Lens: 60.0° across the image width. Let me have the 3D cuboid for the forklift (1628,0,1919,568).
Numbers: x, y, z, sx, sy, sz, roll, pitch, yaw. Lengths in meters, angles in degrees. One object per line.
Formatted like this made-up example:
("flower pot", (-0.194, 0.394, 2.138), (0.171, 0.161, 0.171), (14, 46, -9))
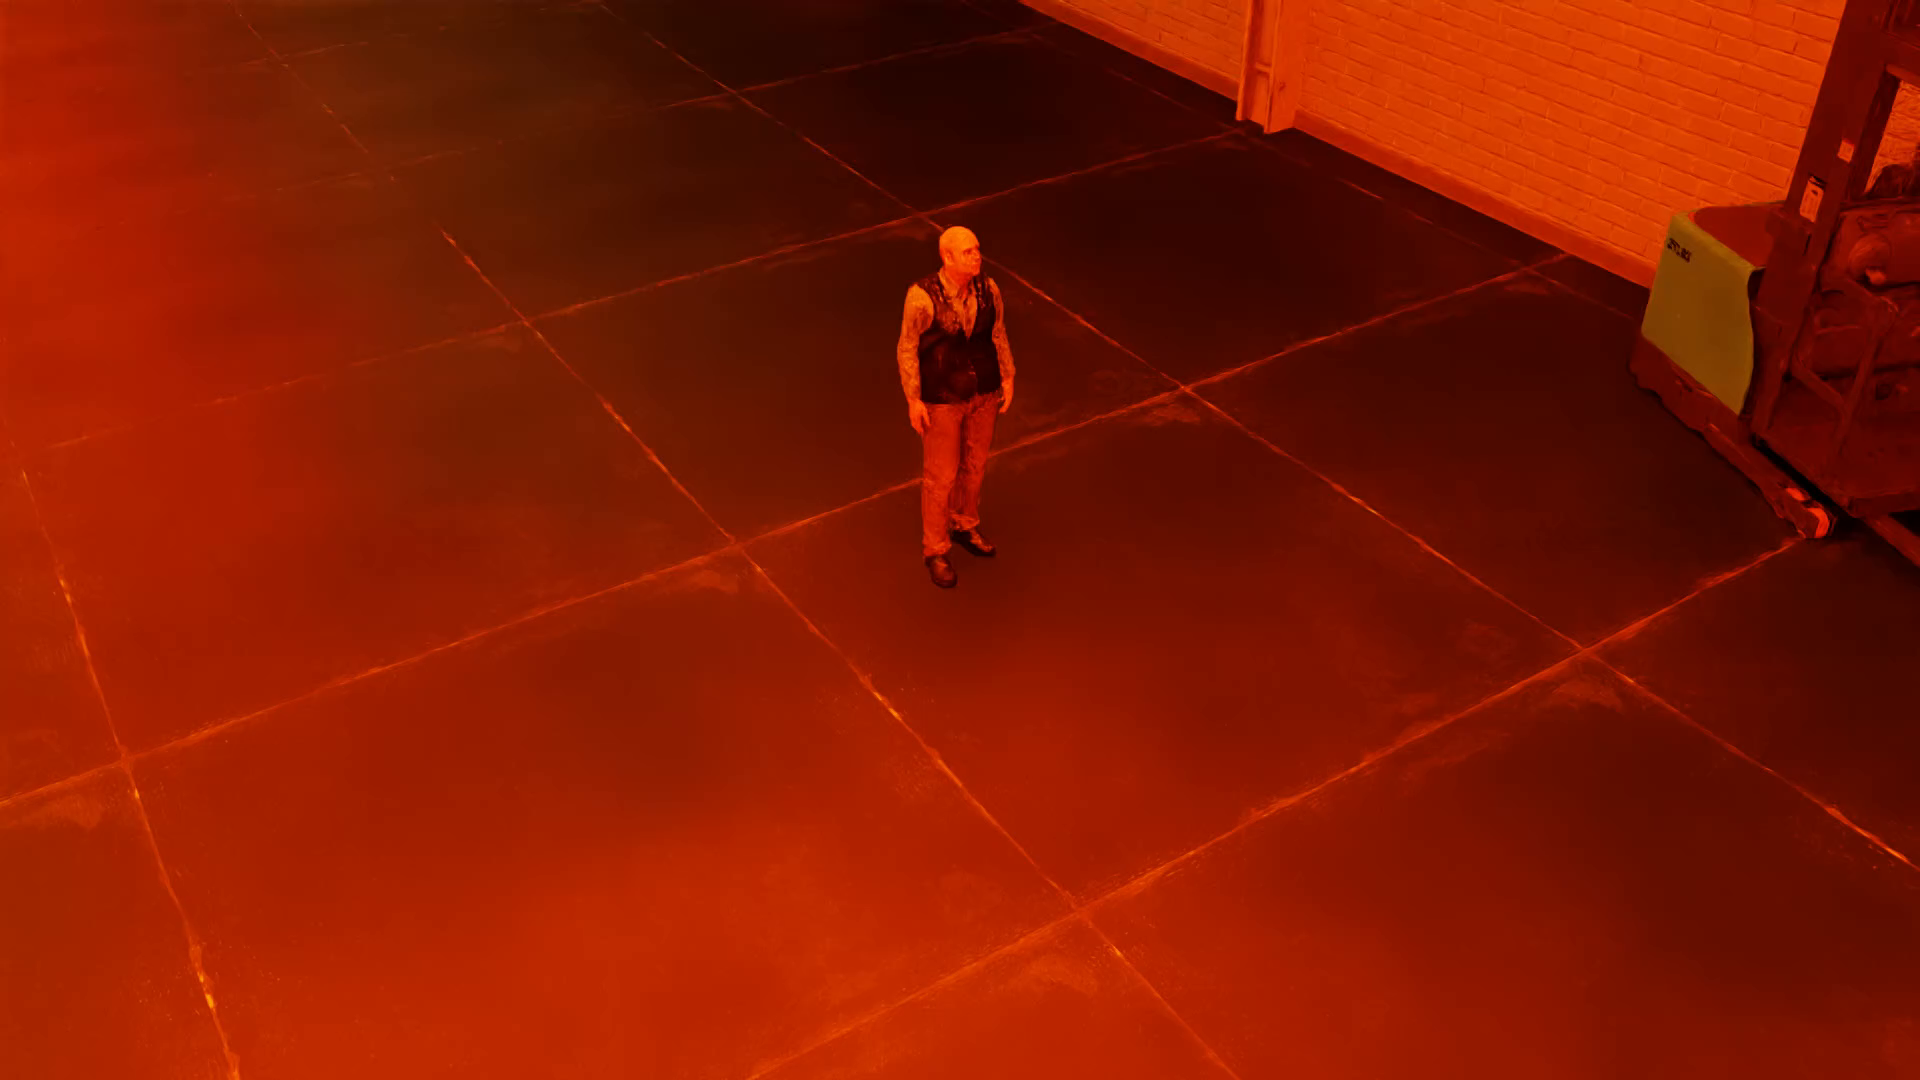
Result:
("forklift", (4.875, -1.443, 8.201), (1.130, 2.935, 3.031), (-8, 36, -11))

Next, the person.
("person", (0.027, -0.677, 8.152), (0.632, 1.720, 0.567), (-21, 40, -27))
